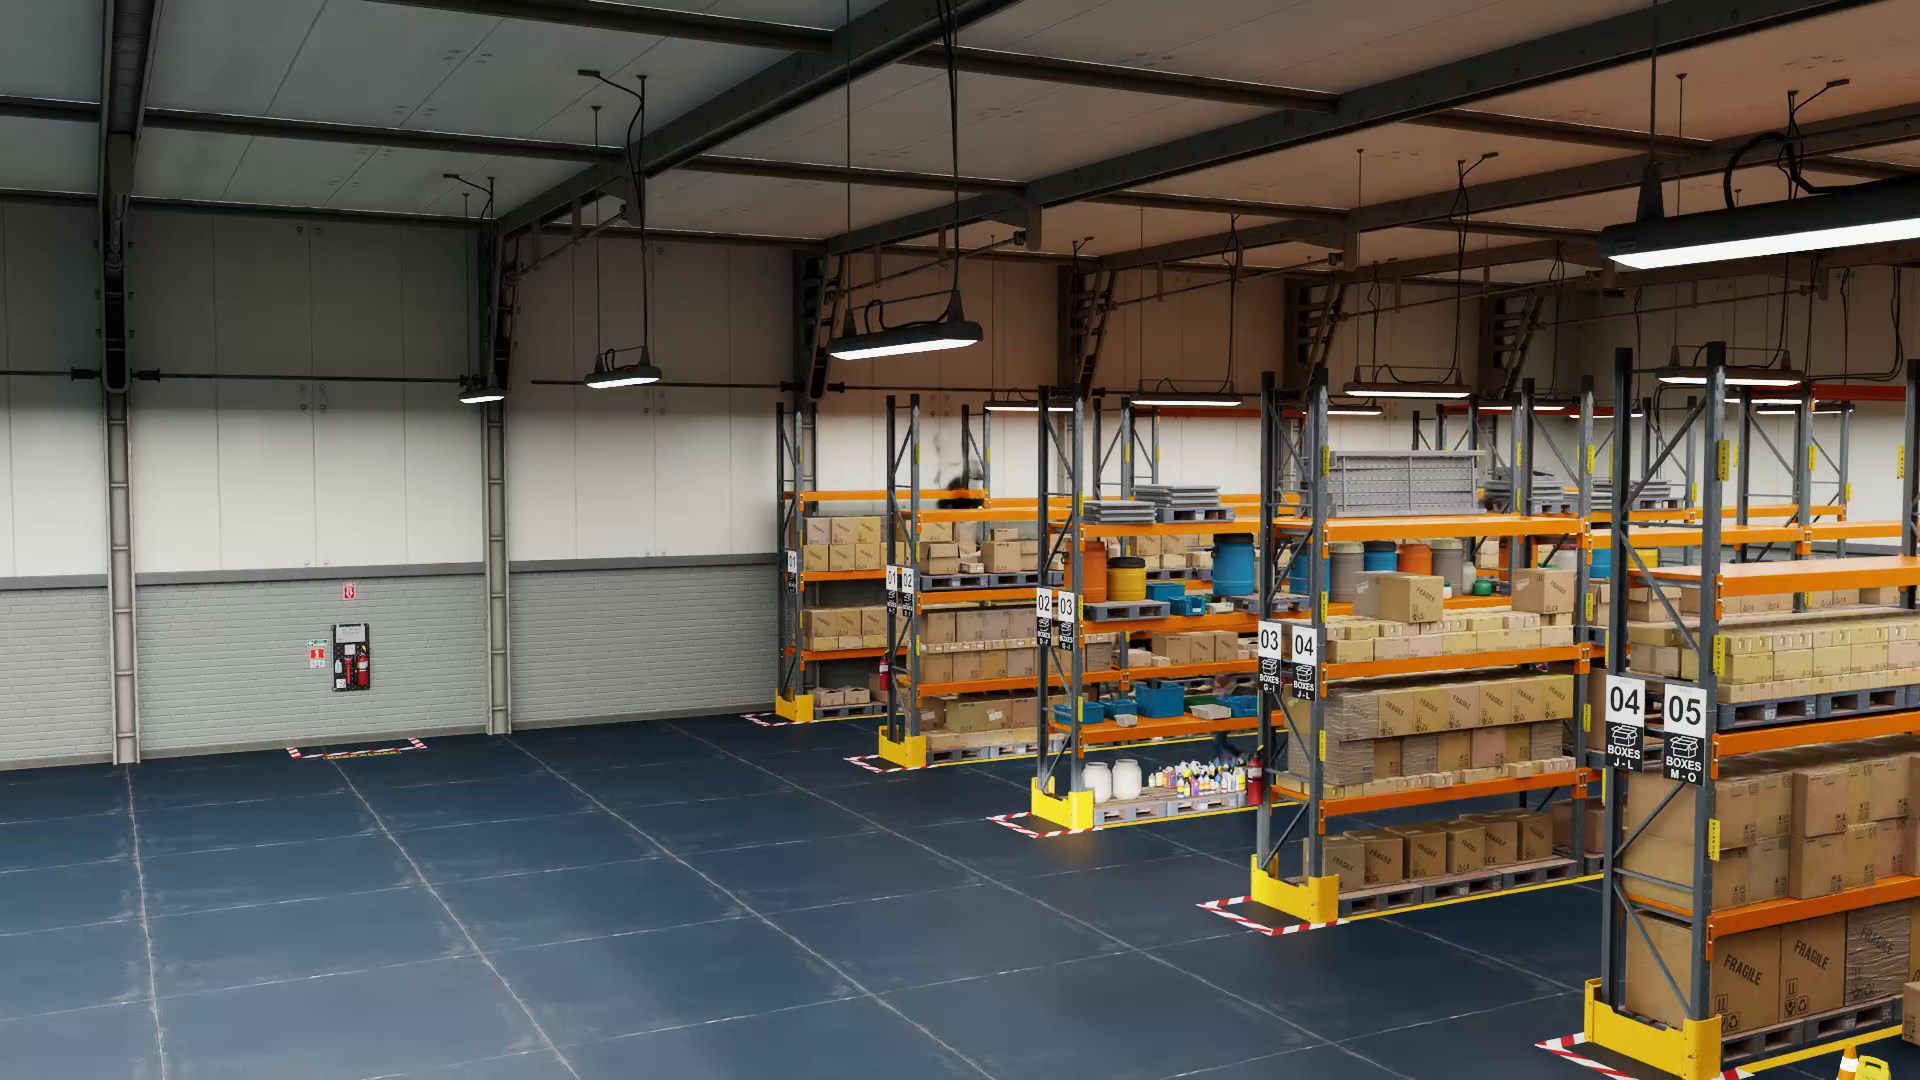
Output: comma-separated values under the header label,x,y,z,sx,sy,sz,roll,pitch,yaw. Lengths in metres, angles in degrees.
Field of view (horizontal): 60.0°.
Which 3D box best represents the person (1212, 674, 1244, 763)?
label,x,y,z,sx,sy,sz,roll,pitch,yaw
person,4.151,2.895,26.031,0.851,1.603,0.550,-2,4,-27
